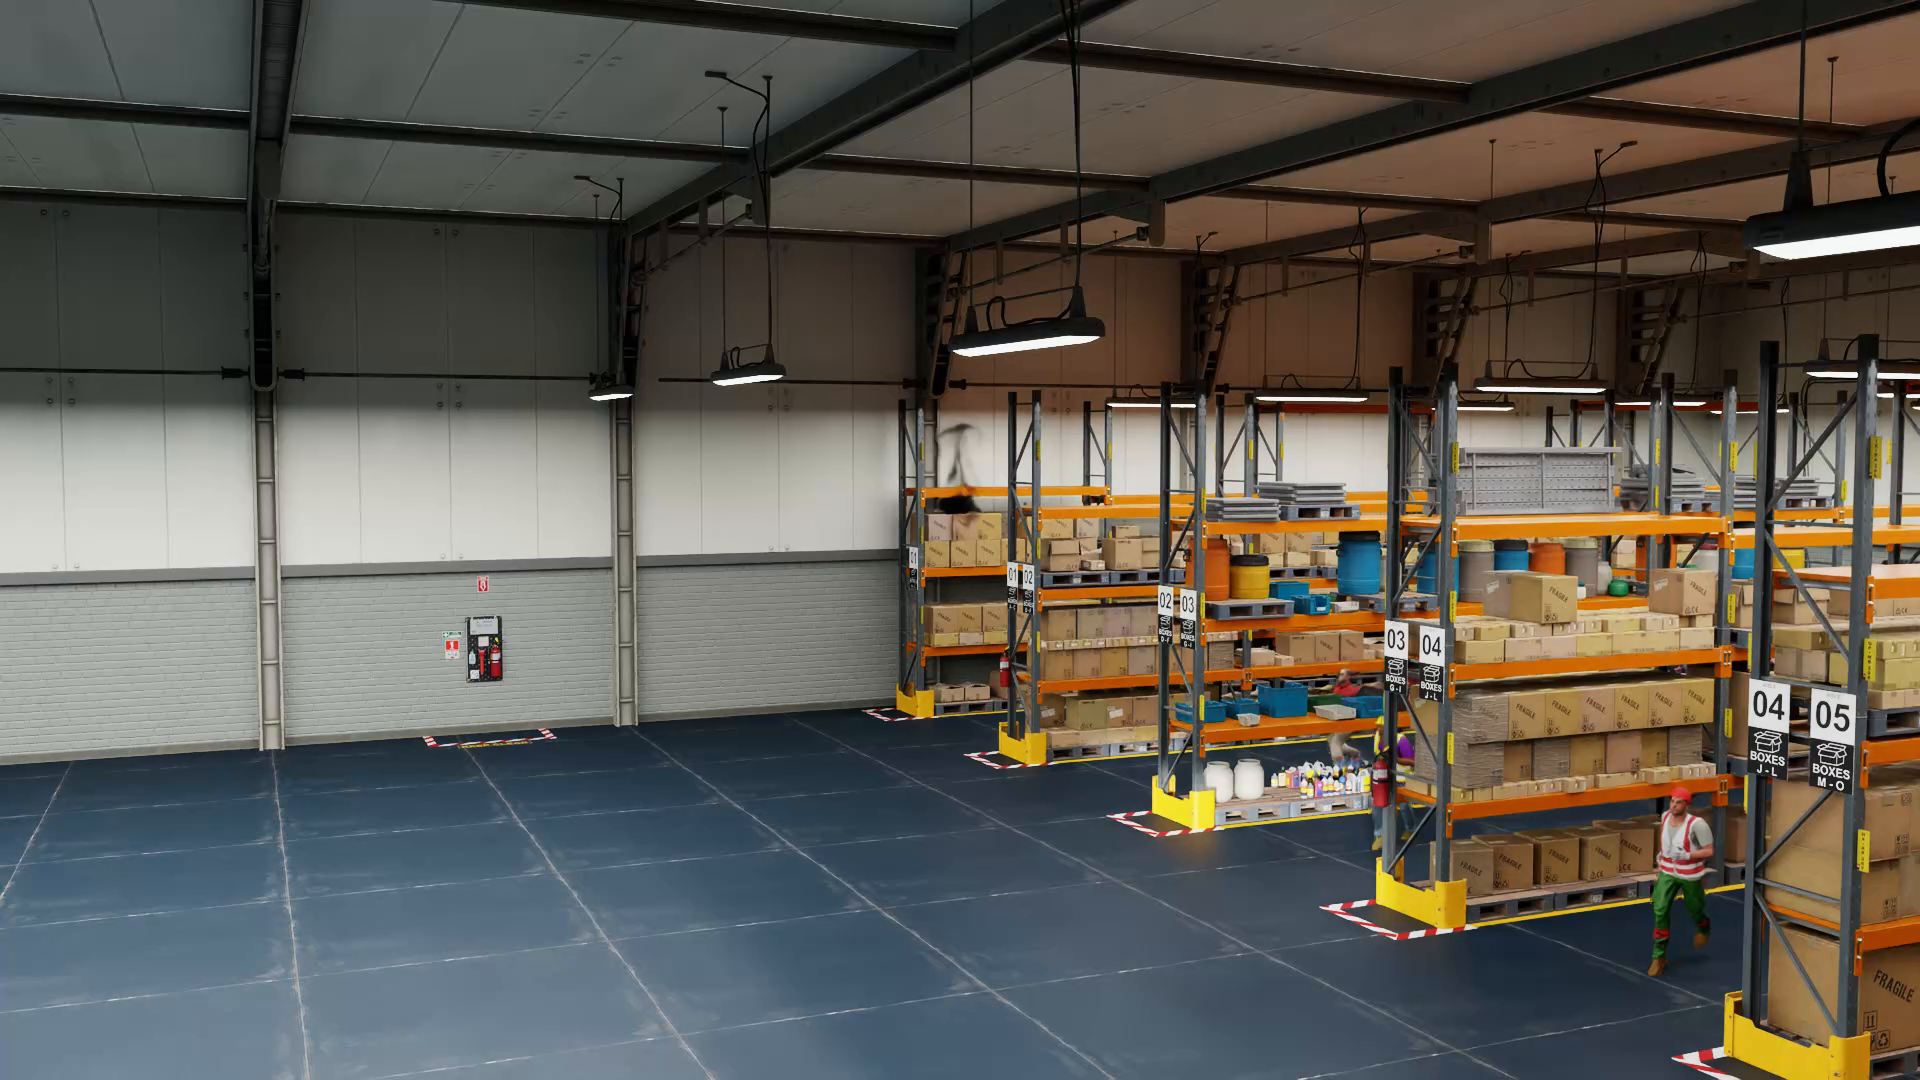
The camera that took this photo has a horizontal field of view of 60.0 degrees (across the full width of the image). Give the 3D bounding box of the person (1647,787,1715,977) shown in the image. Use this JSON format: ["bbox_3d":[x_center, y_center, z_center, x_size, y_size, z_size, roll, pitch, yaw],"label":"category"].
[{"bbox_3d":[7.143,3.328,16.352,0.605,1.833,1.082,3,5,45],"label":"person"}]

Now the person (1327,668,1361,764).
[{"bbox_3d":[5.937,2.815,25.664,0.782,1.682,0.674,-2,4,-25],"label":"person"}]

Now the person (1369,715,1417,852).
[{"bbox_3d":[5.536,3.067,21.159,0.688,1.764,0.953,3,5,44],"label":"person"}]
